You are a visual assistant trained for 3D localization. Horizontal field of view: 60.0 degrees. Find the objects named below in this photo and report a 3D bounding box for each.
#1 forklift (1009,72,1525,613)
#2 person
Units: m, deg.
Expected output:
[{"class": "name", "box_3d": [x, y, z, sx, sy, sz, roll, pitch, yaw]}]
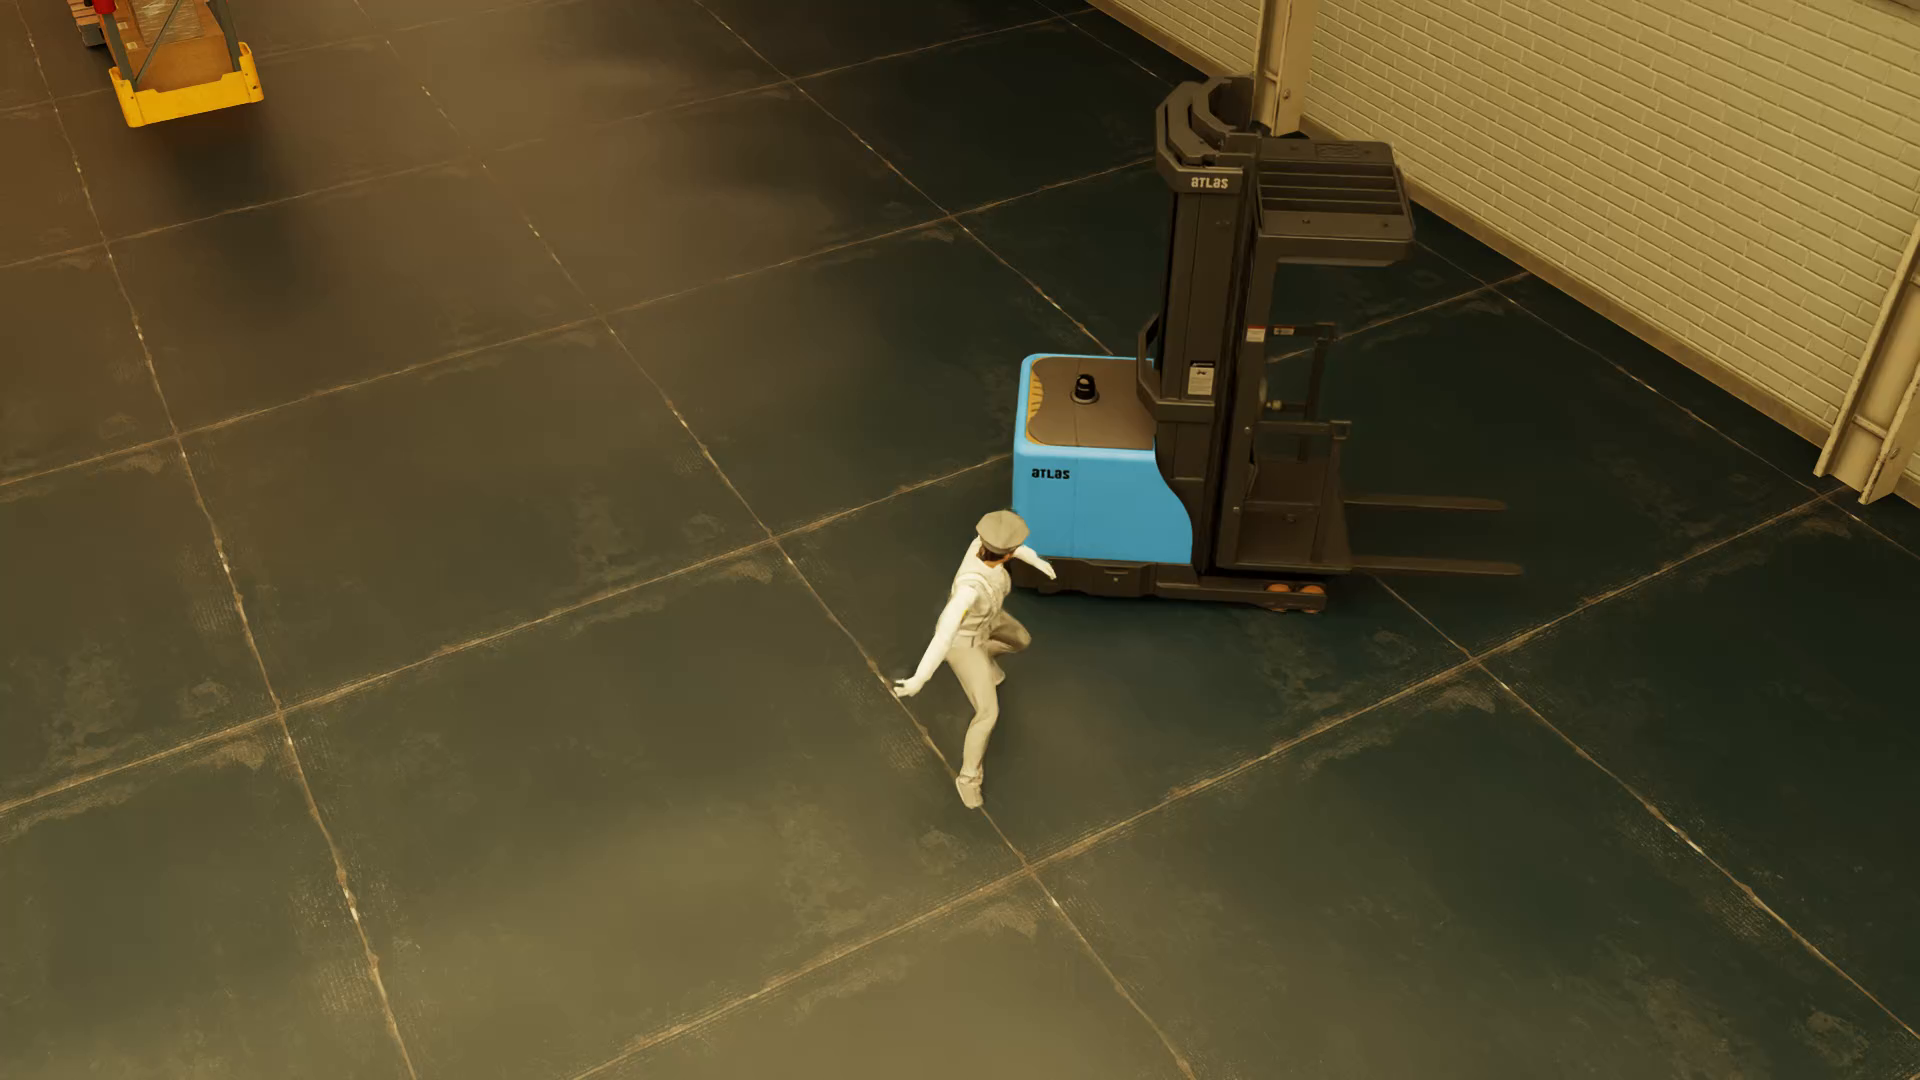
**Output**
[{"class": "forklift", "box_3d": [1.832, -1.052, 9.304, 3.031, 2.935, 1.130, 3, 40, 4]}, {"class": "person", "box_3d": [0.098, 0.540, 8.574, 0.505, 1.606, 1.057, 16, 42, 18]}]
